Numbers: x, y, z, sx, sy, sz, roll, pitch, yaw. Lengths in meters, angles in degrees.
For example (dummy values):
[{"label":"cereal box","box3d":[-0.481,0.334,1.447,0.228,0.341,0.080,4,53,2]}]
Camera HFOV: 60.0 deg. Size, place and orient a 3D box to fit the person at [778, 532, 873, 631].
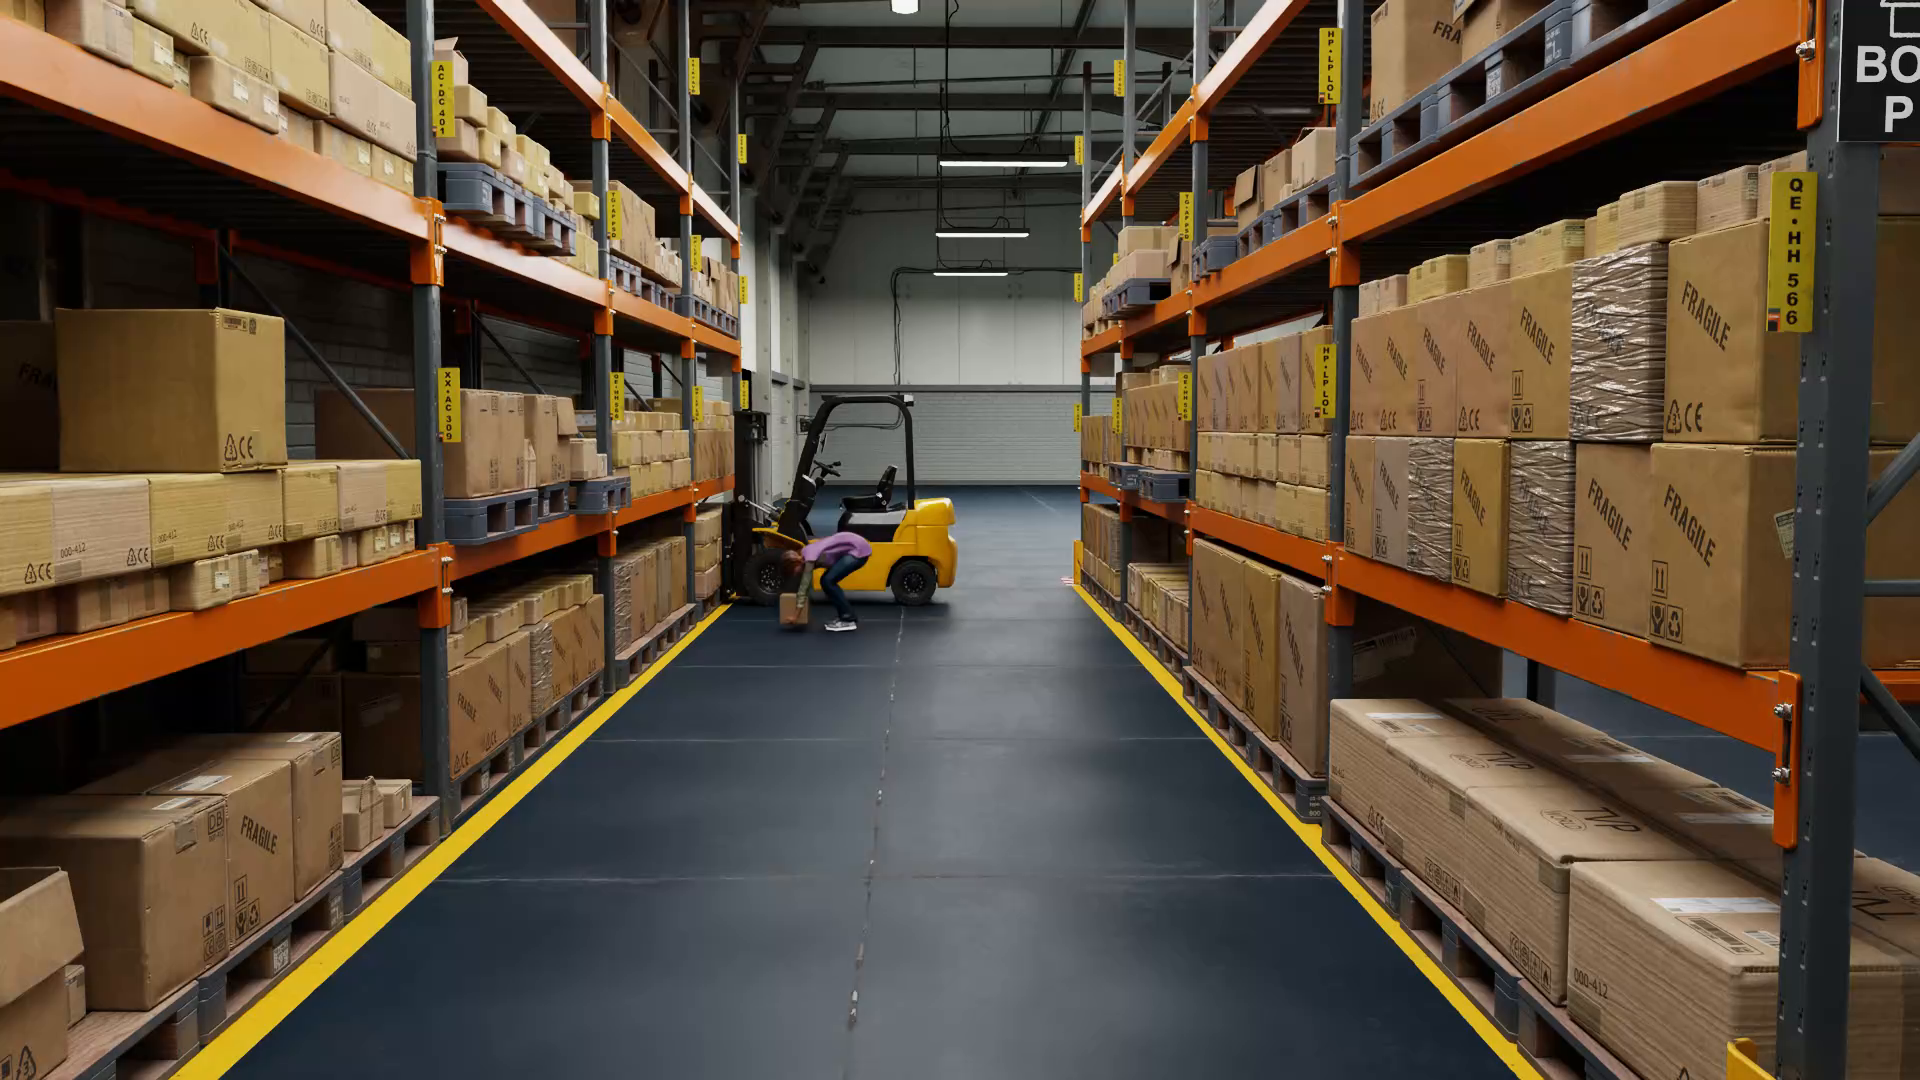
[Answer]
[{"label":"person","box3d":[-1.210,0.374,14.995,0.855,0.881,0.419,0,4,-4]}]
